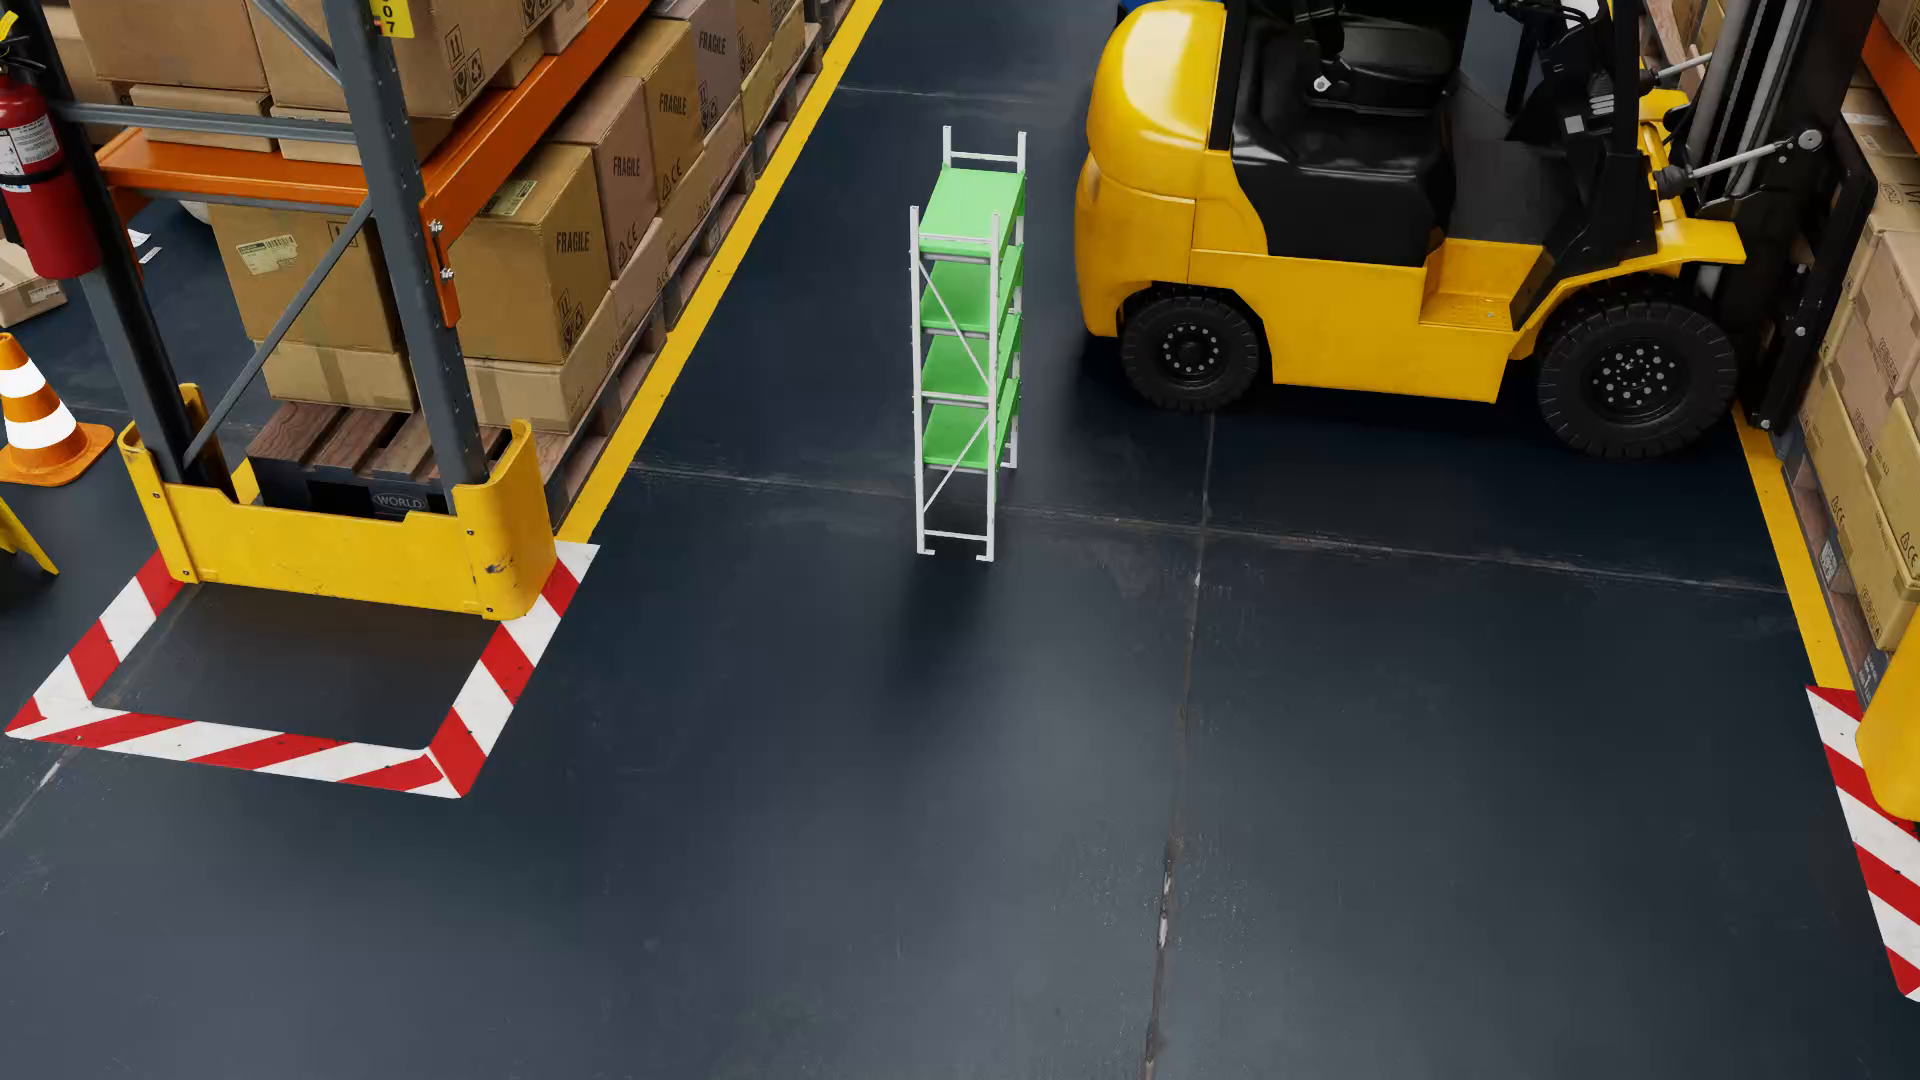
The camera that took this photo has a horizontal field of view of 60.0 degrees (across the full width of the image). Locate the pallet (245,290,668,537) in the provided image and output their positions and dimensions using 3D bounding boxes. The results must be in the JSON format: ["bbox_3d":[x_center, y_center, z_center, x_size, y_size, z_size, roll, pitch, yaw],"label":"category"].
[{"bbox_3d":[-1.672,-0.512,5.704,1.003,0.211,1.213,6,40,8],"label":"pallet"}]

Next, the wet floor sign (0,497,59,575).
[{"bbox_3d":[-2.947,-0.124,4.894,0.267,0.644,0.232,20,44,23],"label":"wet floor sign"}]

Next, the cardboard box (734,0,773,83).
[{"bbox_3d":[-1.093,-2.214,6.814,0.500,0.500,0.500,7,40,8],"label":"cardboard box"}]

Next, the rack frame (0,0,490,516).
[{"bbox_3d":[-1.861,-1.033,4.145,1.000,3.000,0.127,6,40,8],"label":"rack frame"}]

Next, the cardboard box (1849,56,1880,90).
[{"bbox_3d":[3.155,-1.584,5.855,0.500,0.250,0.500,8,40,9],"label":"cardboard box"}]

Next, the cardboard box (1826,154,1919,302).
[{"bbox_3d":[2.961,-0.938,5.074,0.500,0.250,0.500,7,40,8],"label":"cardboard box"}]

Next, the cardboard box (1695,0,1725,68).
[{"bbox_3d":[3.333,-2.024,6.780,0.500,0.250,0.500,6,40,7],"label":"cardboard box"}]

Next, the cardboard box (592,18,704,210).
[{"bbox_3d":[-1.264,-1.557,6.020,0.500,0.500,0.500,7,40,9],"label":"cardboard box"}]

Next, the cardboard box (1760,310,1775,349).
[{"bbox_3d":[3.058,-0.872,5.779,0.500,0.250,0.500,8,40,9],"label":"cardboard box"}]

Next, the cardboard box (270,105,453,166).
[{"bbox_3d":[-1.598,-1.127,4.456,0.380,0.149,0.250,7,40,8],"label":"cardboard box"}]

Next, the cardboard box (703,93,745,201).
[{"bbox_3d":[-1.181,-1.591,6.649,0.500,0.250,0.500,7,40,8],"label":"cardboard box"}]

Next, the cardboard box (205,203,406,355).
[{"bbox_3d":[-1.979,-0.956,5.292,0.500,0.500,0.500,7,40,8],"label":"cardboard box"}]

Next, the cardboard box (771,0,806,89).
[{"bbox_3d":[-1.006,-2.245,7.439,0.500,0.250,0.500,8,40,10],"label":"cardboard box"}]

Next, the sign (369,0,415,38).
[{"bbox_3d":[-1.326,-1.307,3.797,0.100,0.325,0.005,6,40,8],"label":"sign"}]

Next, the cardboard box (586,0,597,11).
[{"bbox_3d":[-1.342,-1.764,5.227,0.380,0.149,0.250,7,40,9],"label":"cardboard box"}]

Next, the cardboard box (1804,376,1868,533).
[{"bbox_3d":[2.894,-0.231,5.004,0.500,0.250,0.500,6,40,8],"label":"cardboard box"}]

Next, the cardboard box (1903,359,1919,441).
[{"bbox_3d":[2.801,-0.299,4.301,0.500,0.250,0.500,8,40,9],"label":"cardboard box"}]

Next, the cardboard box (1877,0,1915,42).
[{"bbox_3d":[3.119,-1.827,5.028,0.500,0.500,0.500,7,40,8],"label":"cardboard box"}]

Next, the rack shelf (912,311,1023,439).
[{"bbox_3d":[0.029,-0.517,5.034,0.258,0.148,0.480,6,40,8],"label":"rack shelf"}]

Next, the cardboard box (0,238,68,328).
[{"bbox_3d":[-3.624,-0.979,6.318,0.380,0.149,0.250,28,47,30],"label":"cardboard box"}]

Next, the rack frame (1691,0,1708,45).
[{"bbox_3d":[3.721,-2.998,6.523,1.000,3.000,0.127,6,40,8],"label":"rack frame"}]

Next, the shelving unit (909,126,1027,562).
[{"bbox_3d":[0.029,-0.566,4.993,0.258,1.200,0.503,6,40,8],"label":"shelving unit"}]

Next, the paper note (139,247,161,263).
[{"bbox_3d":[-3.221,-1.133,6.613,0.032,0.001,0.123,6,40,8],"label":"paper note"}]

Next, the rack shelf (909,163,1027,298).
[{"bbox_3d":[0.029,-0.887,4.728,0.258,0.148,0.480,6,40,8],"label":"rack shelf"}]

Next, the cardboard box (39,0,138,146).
[{"bbox_3d":[-3.897,-2.093,7.280,0.797,0.637,0.503,6,40,8],"label":"cardboard box"}]

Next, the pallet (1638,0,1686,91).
[{"bbox_3d":[3.810,-2.390,7.976,1.003,0.211,1.213,6,40,8],"label":"pallet"}]

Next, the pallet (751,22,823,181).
[{"bbox_3d":[-1.250,-2.043,7.556,1.003,0.211,1.213,6,40,8],"label":"pallet"}]

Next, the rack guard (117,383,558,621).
[{"bbox_3d":[-1.848,-0.117,5.000,1.175,0.500,0.348,6,40,8],"label":"rack guard"}]

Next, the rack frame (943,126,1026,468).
[{"bbox_3d":[0.071,-0.719,5.179,0.240,1.200,0.015,6,40,8],"label":"rack frame"}]

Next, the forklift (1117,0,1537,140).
[{"bbox_3d":[1.701,-2.653,6.158,1.130,2.935,3.031,-12,41,-14],"label":"forklift"}]

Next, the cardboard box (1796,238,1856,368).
[{"bbox_3d":[2.971,-0.763,5.254,0.500,0.250,0.500,6,40,7],"label":"cardboard box"}]

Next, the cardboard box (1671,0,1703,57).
[{"bbox_3d":[3.800,-2.574,7.543,0.875,0.625,0.625,8,40,10],"label":"cardboard box"}]

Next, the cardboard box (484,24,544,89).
[{"bbox_3d":[-1.443,-1.444,4.840,0.380,0.149,0.250,5,40,6],"label":"cardboard box"}]

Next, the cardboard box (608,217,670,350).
[{"bbox_3d":[-1.353,-0.930,5.850,0.500,0.250,0.500,8,40,9],"label":"cardboard box"}]

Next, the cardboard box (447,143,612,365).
[{"bbox_3d":[-1.445,-0.915,5.242,0.500,0.500,0.500,5,40,6],"label":"cardboard box"}]

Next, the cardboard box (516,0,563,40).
[{"bbox_3d":[-1.419,-1.778,4.735,0.500,0.500,0.500,8,40,9],"label":"cardboard box"}]

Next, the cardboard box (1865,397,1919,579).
[{"bbox_3d":[2.805,-0.123,4.480,0.500,0.250,0.500,6,40,7],"label":"cardboard box"}]

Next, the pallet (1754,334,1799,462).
[{"bbox_3d":[3.333,-0.661,5.884,1.003,0.211,1.213,6,40,8],"label":"pallet"}]
